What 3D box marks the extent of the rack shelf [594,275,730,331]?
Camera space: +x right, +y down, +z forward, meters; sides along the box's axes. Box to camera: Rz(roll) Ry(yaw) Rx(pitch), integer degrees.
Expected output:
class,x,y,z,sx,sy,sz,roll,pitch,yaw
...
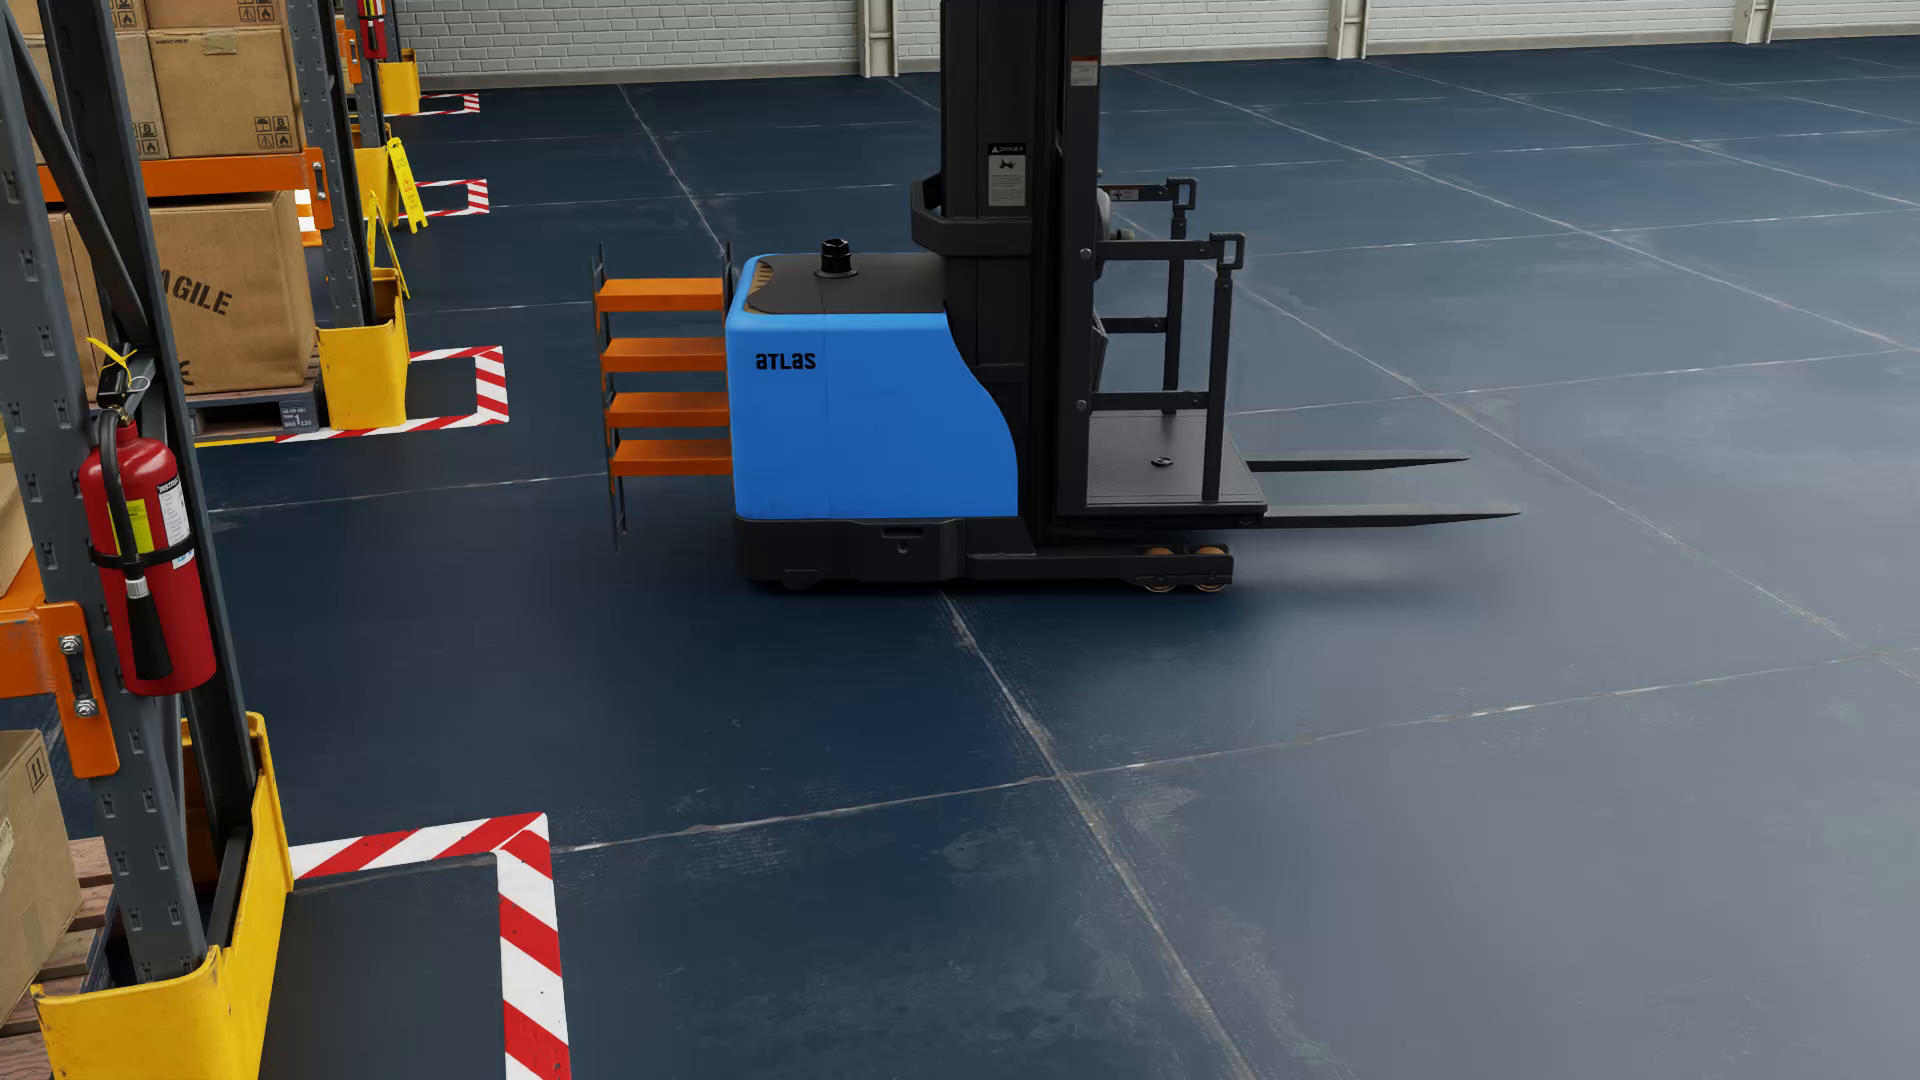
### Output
class,x,y,z,sx,sy,sz,roll,pitch,yaw
rack shelf,-1.127,-0.905,6.340,0.480,0.148,0.258,-1,23,-2

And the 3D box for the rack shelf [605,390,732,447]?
class,x,y,z,sx,sy,sz,roll,pitch,yaw
rack shelf,-1.127,-0.482,6.521,0.480,0.148,0.258,-1,23,-2

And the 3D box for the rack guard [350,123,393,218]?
class,x,y,z,sx,sy,sz,roll,pitch,yaw
rack guard,-4.535,-2.843,12.741,0.348,0.500,1.175,-6,24,-14

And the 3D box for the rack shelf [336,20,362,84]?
class,x,y,z,sx,sy,sz,roll,pitch,yaw
rack shelf,-6.388,-3.456,11.912,4.000,0.370,1.077,-6,24,-14

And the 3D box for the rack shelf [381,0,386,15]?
class,x,y,z,sx,sy,sz,roll,pitch,yaw
rack shelf,-7.732,-5.340,16.303,4.000,0.370,1.077,-6,24,-14

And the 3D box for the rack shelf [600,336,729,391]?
class,x,y,z,sx,sy,sz,roll,pitch,yaw
rack shelf,-1.127,-0.687,6.433,0.480,0.148,0.258,-1,23,-2

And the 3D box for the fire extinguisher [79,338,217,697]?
class,x,y,z,sx,sy,sz,roll,pitch,yaw
fire extinguisher,-1.550,-0.039,3.134,0.183,0.674,0.296,-6,24,-14

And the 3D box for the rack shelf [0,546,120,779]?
class,x,y,z,sx,sy,sz,roll,pitch,yaw
rack shelf,-3.711,0.307,3.144,4.000,0.370,1.077,-6,24,-14

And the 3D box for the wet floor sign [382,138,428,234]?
class,x,y,z,sx,sy,sz,roll,pitch,yaw
wet floor sign,-3.990,-2.531,11.831,0.232,0.644,0.267,2,23,4

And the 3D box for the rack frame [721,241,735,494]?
class,x,y,z,sx,sy,sz,roll,pitch,yaw
rack frame,-0.883,-0.547,6.503,0.015,1.200,0.240,-1,23,-2

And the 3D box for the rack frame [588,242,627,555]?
class,x,y,z,sx,sy,sz,roll,pitch,yaw
rack frame,-1.371,-0.540,6.486,0.015,1.200,0.240,-1,23,-2

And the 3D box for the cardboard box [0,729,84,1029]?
class,x,y,z,sx,sy,sz,roll,pitch,yaw
cardboard box,-2.391,0.779,3.768,0.500,0.500,0.500,-2,23,-5

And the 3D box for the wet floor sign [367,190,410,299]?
class,x,y,z,sx,sy,sz,roll,pitch,yaw
wet floor sign,-3.534,-1.804,10.135,0.232,0.644,0.267,-11,25,-23

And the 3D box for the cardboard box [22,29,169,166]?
class,x,y,z,sx,sy,sz,roll,pitch,yaw
cardboard box,-3.896,-2.076,7.594,0.550,0.550,0.875,-6,24,-14

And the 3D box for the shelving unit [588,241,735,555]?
class,x,y,z,sx,sy,sz,roll,pitch,yaw
shelving unit,-1.127,-0.543,6.495,0.503,1.200,0.258,-1,23,-2

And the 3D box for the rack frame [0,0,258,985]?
class,x,y,z,sx,sy,sz,roll,pitch,yaw
rack frame,-1.785,-0.237,3.498,0.127,3.000,1.000,-6,24,-14

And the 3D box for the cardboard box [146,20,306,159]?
class,x,y,z,sx,sy,sz,roll,pitch,yaw
cardboard box,-3.373,-2.143,7.750,0.550,0.550,0.875,-6,24,-14

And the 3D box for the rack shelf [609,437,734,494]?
class,x,y,z,sx,sy,sz,roll,pitch,yaw
rack shelf,-1.127,-0.299,6.600,0.480,0.148,0.258,-1,23,-2

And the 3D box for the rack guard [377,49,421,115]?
class,x,y,z,sx,sy,sz,roll,pitch,yaw
rack guard,-5.783,-4.737,17.157,0.348,0.500,1.175,-6,24,-14

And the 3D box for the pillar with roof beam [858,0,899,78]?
class,x,y,z,sx,sy,sz,roll,pitch,yaw
pillar with roof beam,0.220,-7.913,13.780,0.400,9.000,9.100,-6,24,-14

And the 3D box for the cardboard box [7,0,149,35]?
class,x,y,z,sx,sy,sz,roll,pitch,yaw
cardboard box,-3.900,-2.578,7.394,0.550,0.550,0.875,-6,24,-14

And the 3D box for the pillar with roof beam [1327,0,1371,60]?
class,x,y,z,sx,sy,sz,roll,pitch,yaw
pillar with roof beam,5.997,-8.552,15.269,0.400,9.000,9.100,-6,24,-14

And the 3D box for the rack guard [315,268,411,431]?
class,x,y,z,sx,sy,sz,roll,pitch,yaw
rack guard,-3.004,-0.985,8.411,0.348,0.500,1.175,-6,24,-14

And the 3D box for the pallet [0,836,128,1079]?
class,x,y,z,sx,sy,sz,roll,pitch,yaw
pallet,-2.650,1.126,3.859,1.213,0.211,1.003,-6,24,-14

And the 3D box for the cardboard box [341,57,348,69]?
class,x,y,z,sx,sy,sz,roll,pitch,yaw
cardboard box,-6.191,-4.872,16.621,0.500,0.250,0.500,-7,24,-15

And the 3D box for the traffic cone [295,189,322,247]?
class,x,y,z,sx,sy,sz,roll,pitch,yaw
traffic cone,-4.527,-2.298,11.519,0.334,0.463,0.336,-6,24,-14

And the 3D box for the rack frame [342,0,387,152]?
class,x,y,z,sx,sy,sz,roll,pitch,yaw
rack frame,-4.462,-3.999,12.267,0.127,3.000,1.000,-6,24,-14

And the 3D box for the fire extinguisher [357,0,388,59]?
class,x,y,z,sx,sy,sz,roll,pitch,yaw
fire extinguisher,-4.227,-3.801,11.903,0.183,0.674,0.296,-6,24,-14

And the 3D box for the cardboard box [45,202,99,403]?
class,x,y,z,sx,sy,sz,roll,pitch,yaw
cardboard box,-4.509,-1.156,7.801,0.875,0.875,0.875,-7,24,-15

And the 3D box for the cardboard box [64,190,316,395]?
class,x,y,z,sx,sy,sz,roll,pitch,yaw
cardboard box,-3.663,-1.250,8.021,0.875,0.875,0.875,-6,24,-14

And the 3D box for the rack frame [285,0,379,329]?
class,x,y,z,sx,sy,sz,roll,pitch,yaw
rack frame,-3.027,-2.131,7.912,0.127,3.000,1.000,-6,24,-14

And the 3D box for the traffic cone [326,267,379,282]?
class,x,y,z,sx,sy,sz,roll,pitch,yaw
traffic cone,-3.900,-1.913,10.621,0.334,0.463,0.336,-6,24,-14

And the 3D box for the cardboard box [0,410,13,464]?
class,x,y,z,sx,sy,sz,roll,pitch,yaw
cardboard box,-2.124,-0.182,3.688,0.250,0.149,0.380,-6,24,-14

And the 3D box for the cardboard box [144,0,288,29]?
class,x,y,z,sx,sy,sz,roll,pitch,yaw
cardboard box,-3.395,-2.671,7.612,0.550,0.550,0.875,-6,24,-14

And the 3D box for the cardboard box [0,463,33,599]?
class,x,y,z,sx,sy,sz,roll,pitch,yaw
cardboard box,-2.004,-0.013,3.294,0.250,0.149,0.380,-6,24,-14

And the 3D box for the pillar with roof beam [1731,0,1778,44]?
class,x,y,z,sx,sy,sz,roll,pitch,yaw
pillar with roof beam,11.774,-9.191,16.759,0.400,9.000,9.100,-6,24,-14

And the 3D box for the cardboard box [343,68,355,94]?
class,x,y,z,sx,sy,sz,roll,pitch,yaw
cardboard box,-6.173,-4.643,16.721,0.500,0.250,0.500,-6,24,-14

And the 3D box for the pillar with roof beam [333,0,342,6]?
class,x,y,z,sx,sy,sz,roll,pitch,yaw
pillar with roof beam,-5.557,-7.274,12.290,0.400,9.000,9.100,-6,24,-14

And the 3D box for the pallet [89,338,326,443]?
class,x,y,z,sx,sy,sz,roll,pitch,yaw
pallet,-3.776,-0.735,8.194,1.213,0.211,1.003,-6,24,-14

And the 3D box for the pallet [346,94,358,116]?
class,x,y,z,sx,sy,sz,roll,pitch,yaw
pallet,-6.531,-4.505,16.981,1.213,0.211,1.003,-6,24,-14

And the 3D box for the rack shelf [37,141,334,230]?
class,x,y,z,sx,sy,sz,roll,pitch,yaw
rack shelf,-4.953,-1.587,7.557,4.000,0.370,1.077,-6,24,-14

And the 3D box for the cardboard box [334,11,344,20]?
class,x,y,z,sx,sy,sz,roll,pitch,yaw
cardboard box,-6.165,-5.105,16.530,0.500,0.250,0.500,-5,24,-13

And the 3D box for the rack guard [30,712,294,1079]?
class,x,y,z,sx,sy,sz,roll,pitch,yaw
rack guard,-1.858,0.920,3.972,0.348,0.500,1.175,-6,24,-14

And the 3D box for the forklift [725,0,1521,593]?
class,x,y,z,sx,sy,sz,roll,pitch,yaw
forklift,0.647,-1.357,6.195,3.031,2.935,1.130,-1,23,-2

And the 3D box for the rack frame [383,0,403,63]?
class,x,y,z,sx,sy,sz,roll,pitch,yaw
rack frame,-5.806,-5.884,16.658,0.127,3.000,1.000,-6,24,-14

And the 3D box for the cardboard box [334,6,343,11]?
class,x,y,z,sx,sy,sz,roll,pitch,yaw
cardboard box,-6.320,-5.293,16.968,0.500,0.250,0.500,-7,24,-15
